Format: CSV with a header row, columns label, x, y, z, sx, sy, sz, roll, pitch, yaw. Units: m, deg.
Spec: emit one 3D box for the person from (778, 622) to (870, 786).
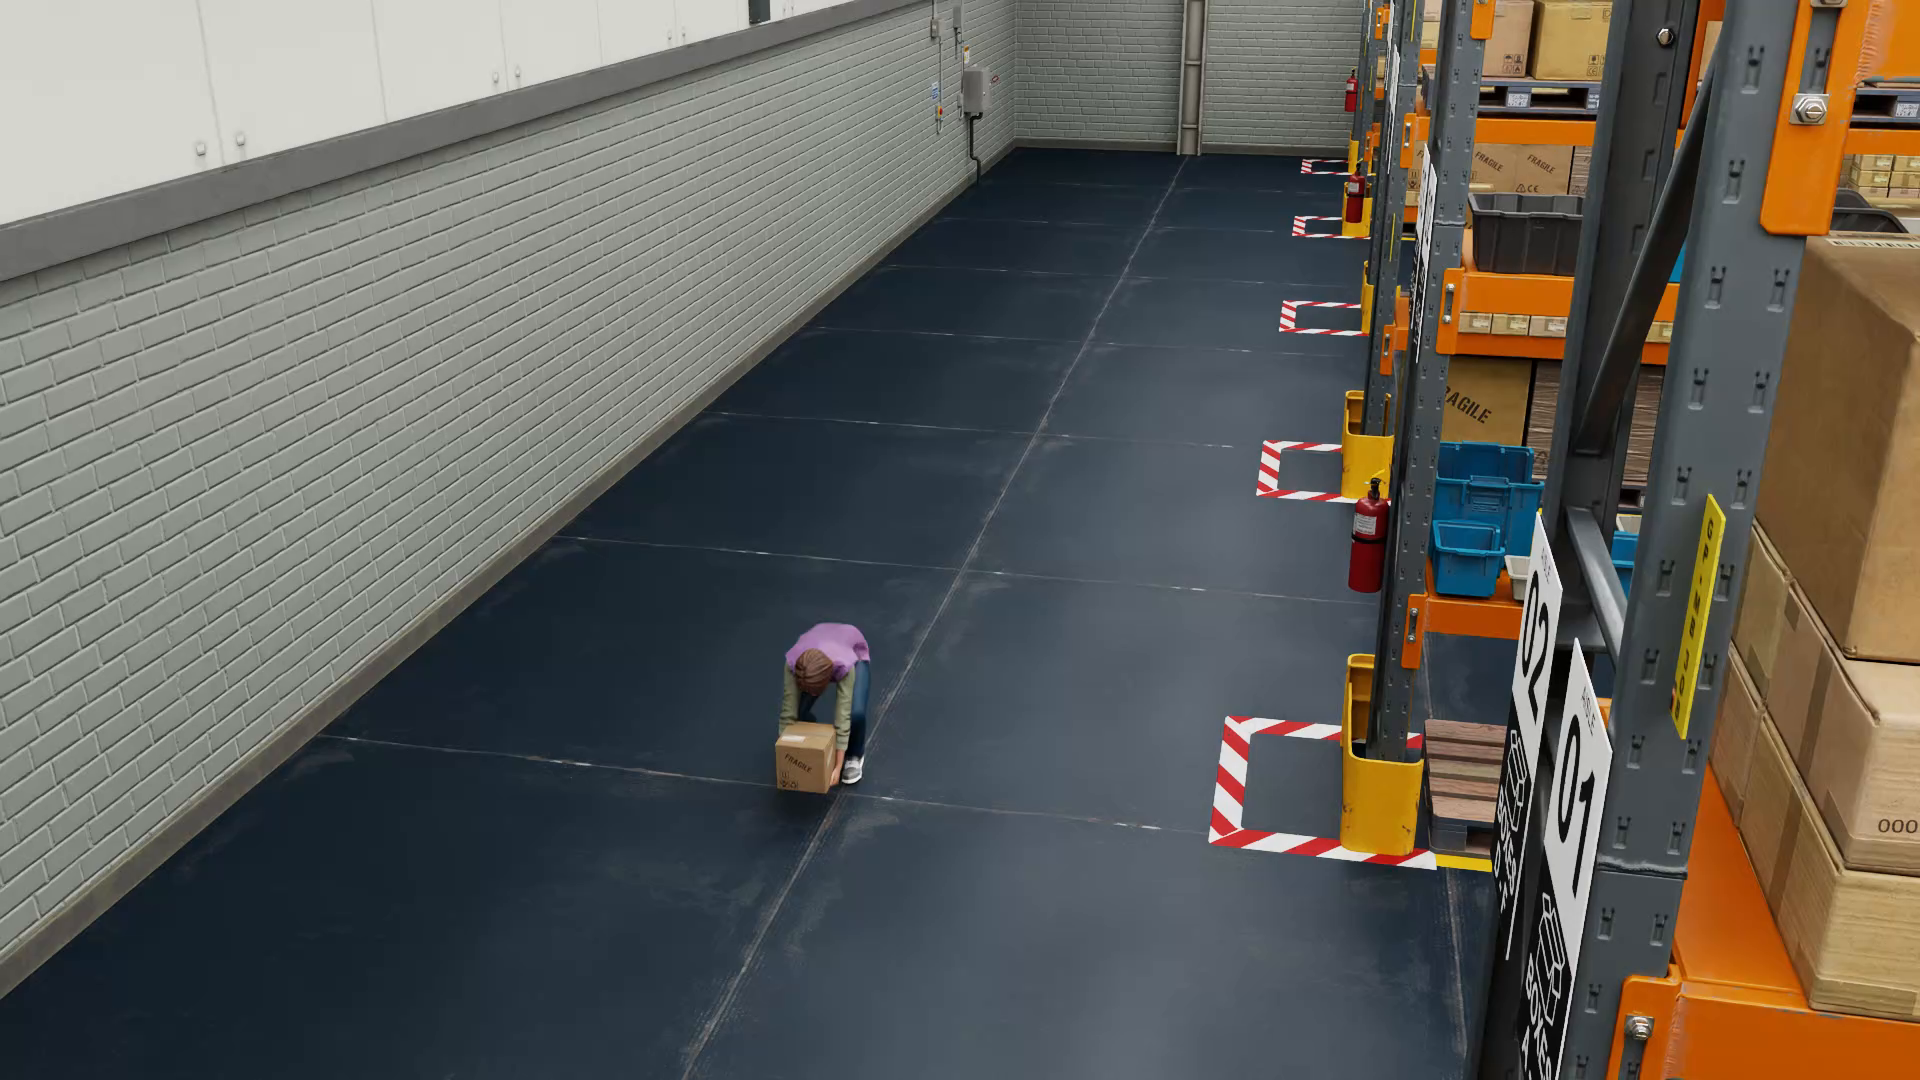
label,x,y,z,sx,sy,sz,roll,pitch,yaw
person,-0.680,0.839,8.457,0.424,0.895,0.850,4,22,9
